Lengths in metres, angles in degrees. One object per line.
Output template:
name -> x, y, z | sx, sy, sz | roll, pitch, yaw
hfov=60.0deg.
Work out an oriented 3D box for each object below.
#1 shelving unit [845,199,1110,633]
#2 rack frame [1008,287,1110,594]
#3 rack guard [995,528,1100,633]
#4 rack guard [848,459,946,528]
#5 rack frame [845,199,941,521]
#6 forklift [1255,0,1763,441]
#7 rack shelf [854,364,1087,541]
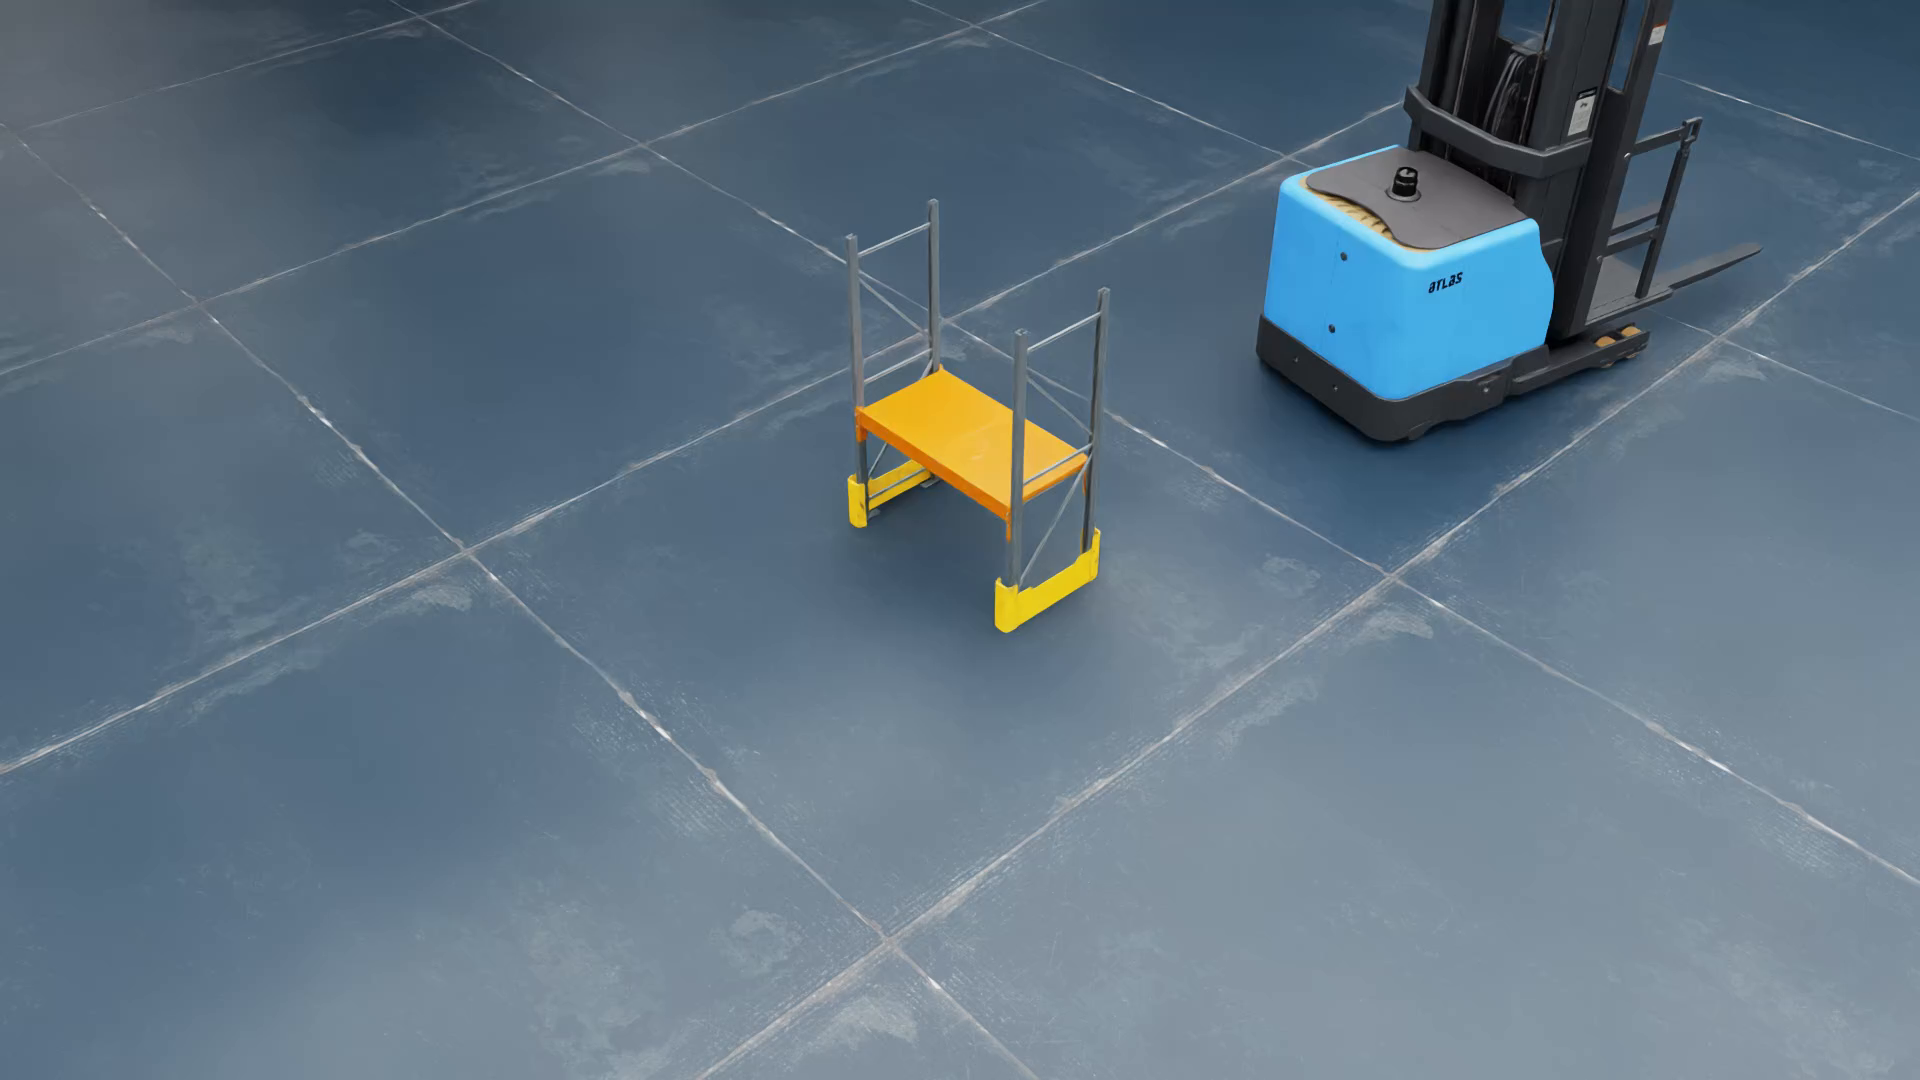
shelving unit -> 0.052, -0.548, 7.235 | 0.587, 1.500, 1.083 | -30, 48, -32
rack frame -> 0.402, -0.309, 6.939 | 0.500, 1.500, 0.032 | -30, 48, -32
rack guard -> 0.388, 0.169, 7.342 | 0.587, 0.250, 0.087 | -30, 48, -32
rack guard -> -0.285, -0.292, 7.913 | 0.587, 0.250, 0.087 | -30, 48, -32
rack frame -> -0.286, -0.779, 7.521 | 0.500, 1.500, 0.032 | -30, 48, -32
forklift -> 3.106, -2.322, 8.292 | 3.031, 2.935, 1.130 | -21, 43, -24
rack shelf -> 0.058, -0.404, 7.343 | 0.538, 0.185, 1.000 | -30, 48, -32
